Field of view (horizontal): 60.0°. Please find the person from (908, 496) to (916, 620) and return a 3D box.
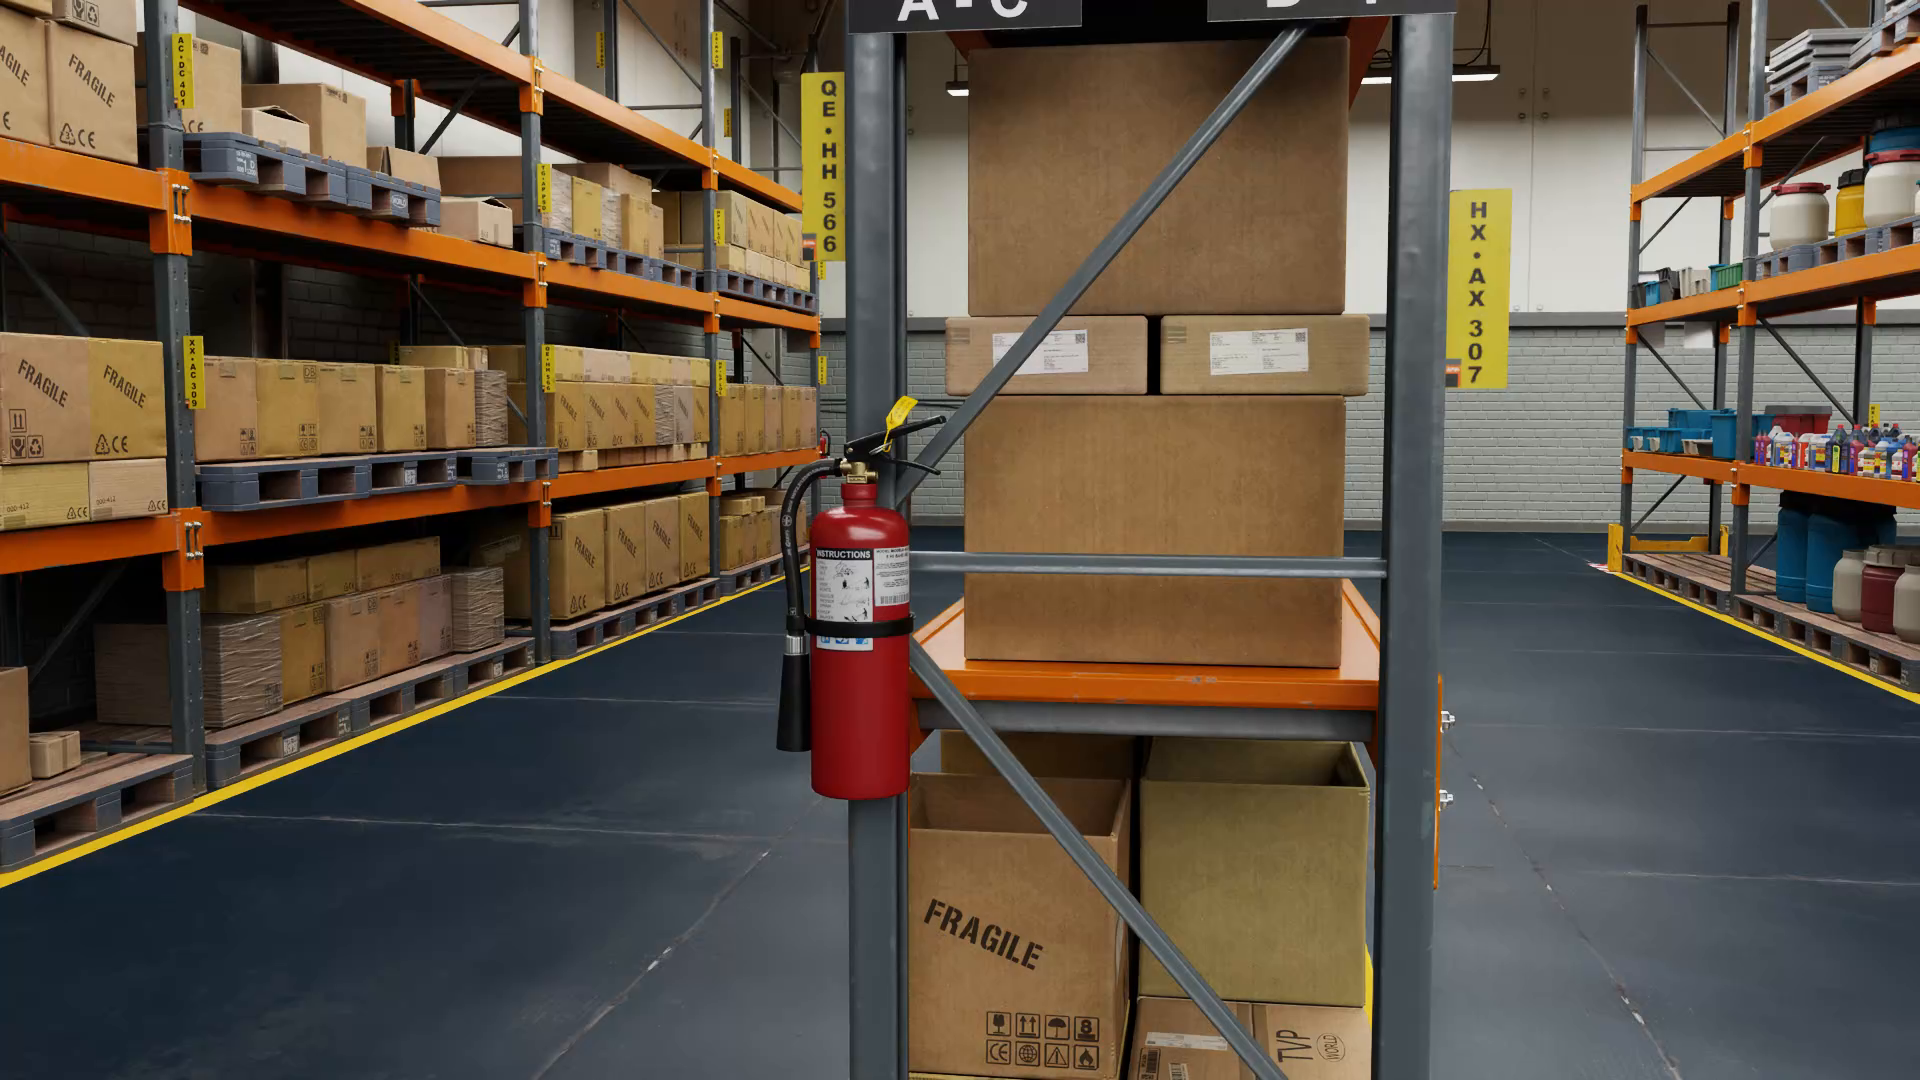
[{"bbox_3d":[-0.635,-0.156,13.857,0.521,1.657,0.395,0,5,6],"label":"person"}]
